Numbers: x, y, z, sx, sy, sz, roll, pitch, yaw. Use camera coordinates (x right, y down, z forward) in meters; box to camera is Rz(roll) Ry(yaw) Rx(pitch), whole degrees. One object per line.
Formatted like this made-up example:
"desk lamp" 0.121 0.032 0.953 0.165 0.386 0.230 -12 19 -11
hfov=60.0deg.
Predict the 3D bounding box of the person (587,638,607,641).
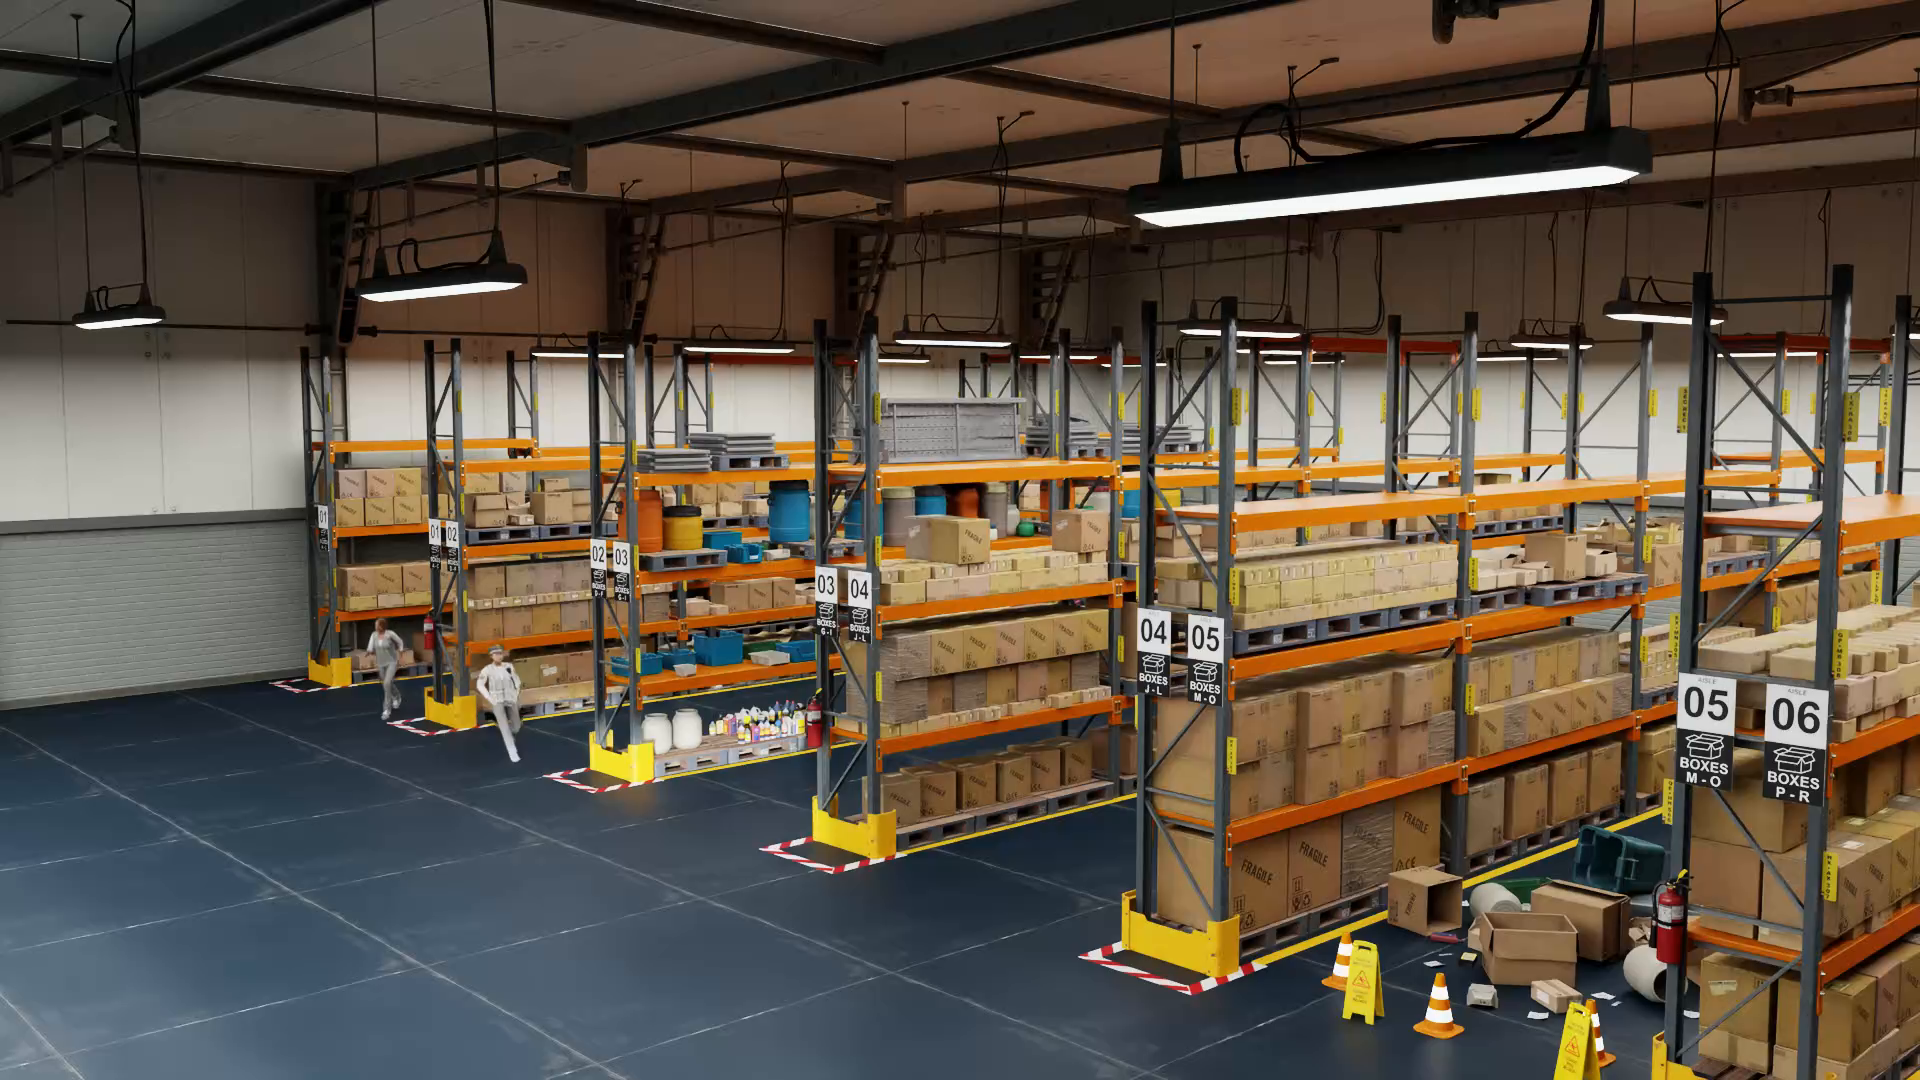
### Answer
"person" -6.501 1.716 29.902 0.559 1.702 0.775 3 6 30

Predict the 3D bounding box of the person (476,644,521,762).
"person" -6.522 2.282 23.565 0.619 1.650 0.714 -2 6 -26

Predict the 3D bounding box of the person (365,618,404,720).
"person" -9.202 2.033 26.643 0.491 1.618 0.948 1 5 9
